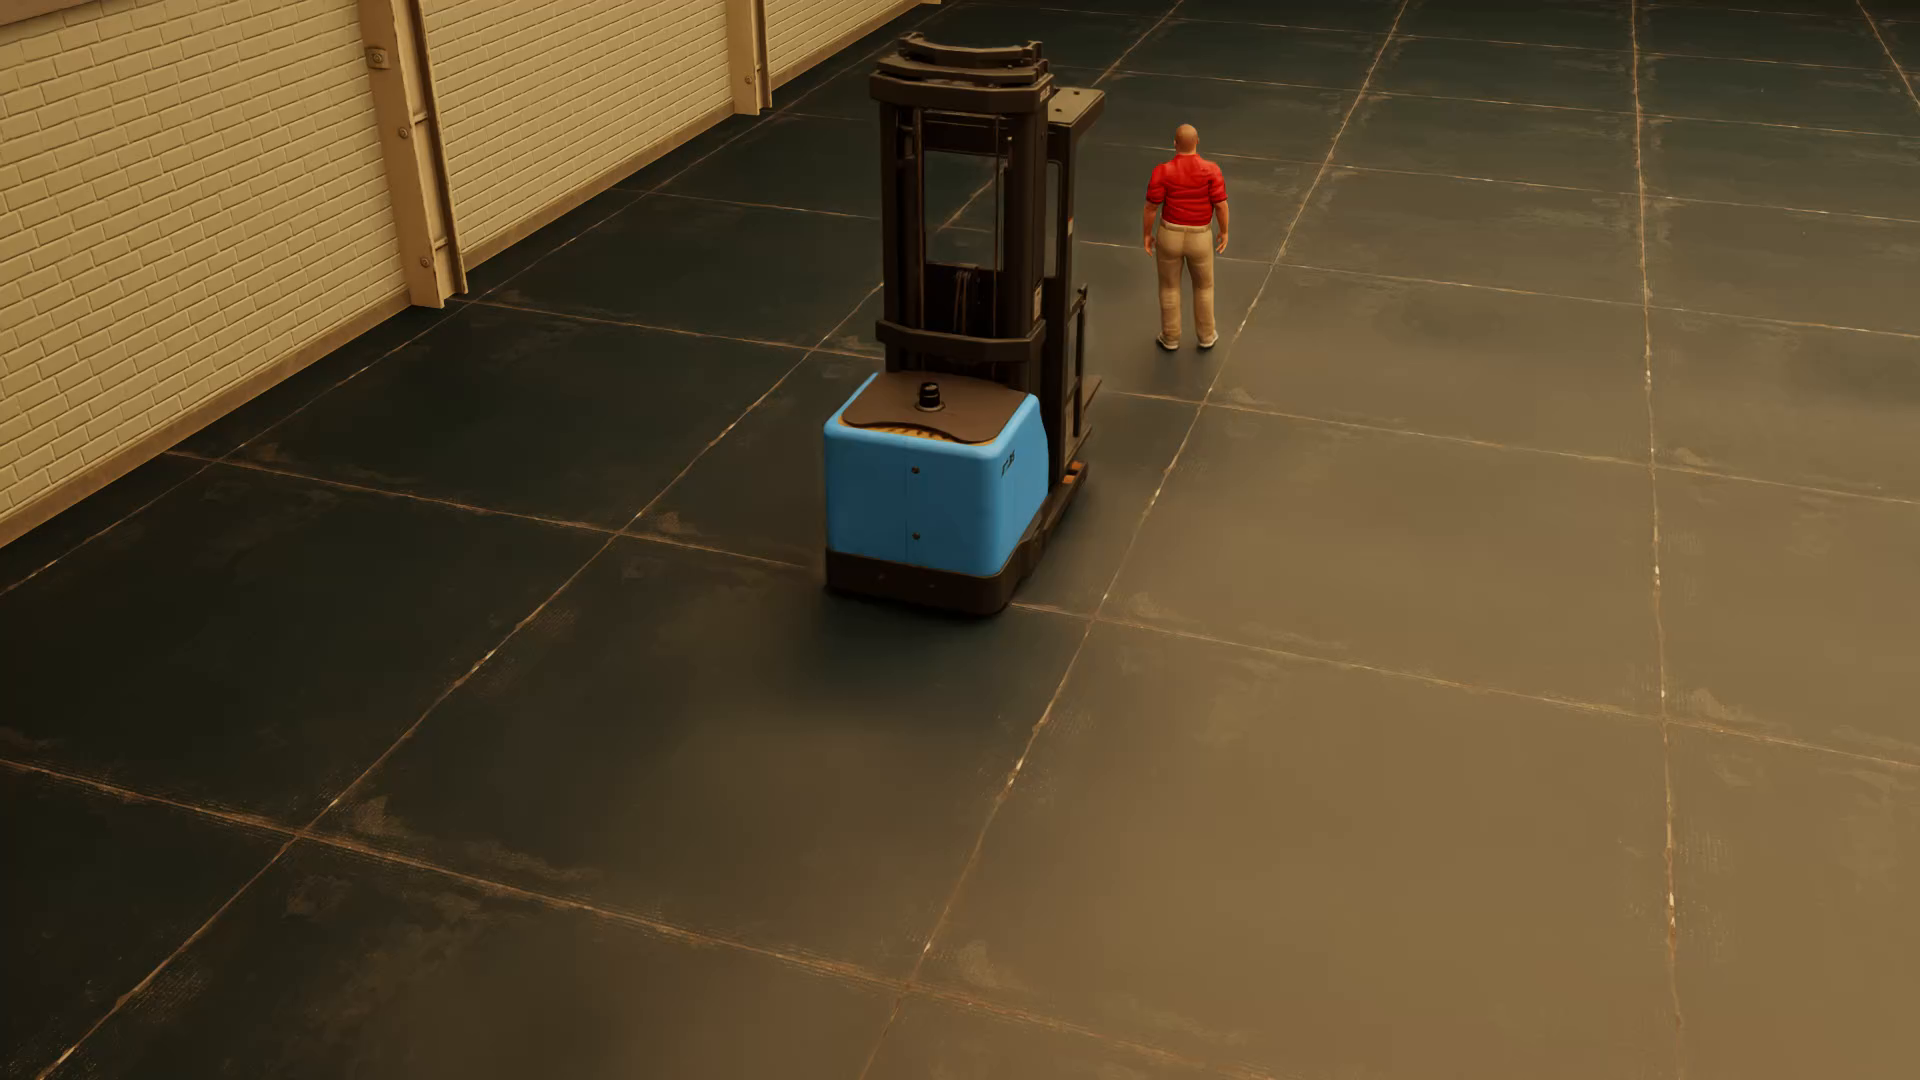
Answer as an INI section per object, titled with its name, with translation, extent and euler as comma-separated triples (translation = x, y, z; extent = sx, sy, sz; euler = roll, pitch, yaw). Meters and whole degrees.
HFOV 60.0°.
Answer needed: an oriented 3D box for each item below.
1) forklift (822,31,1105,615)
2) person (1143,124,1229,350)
[forklift]
translation = 0.187, -1.576, 9.901
extent = 1.130, 2.935, 3.031
euler = 9, 31, 16
[person]
translation = 1.663, -2.243, 12.281
extent = 0.628, 1.734, 0.530
euler = 4, 30, 7
